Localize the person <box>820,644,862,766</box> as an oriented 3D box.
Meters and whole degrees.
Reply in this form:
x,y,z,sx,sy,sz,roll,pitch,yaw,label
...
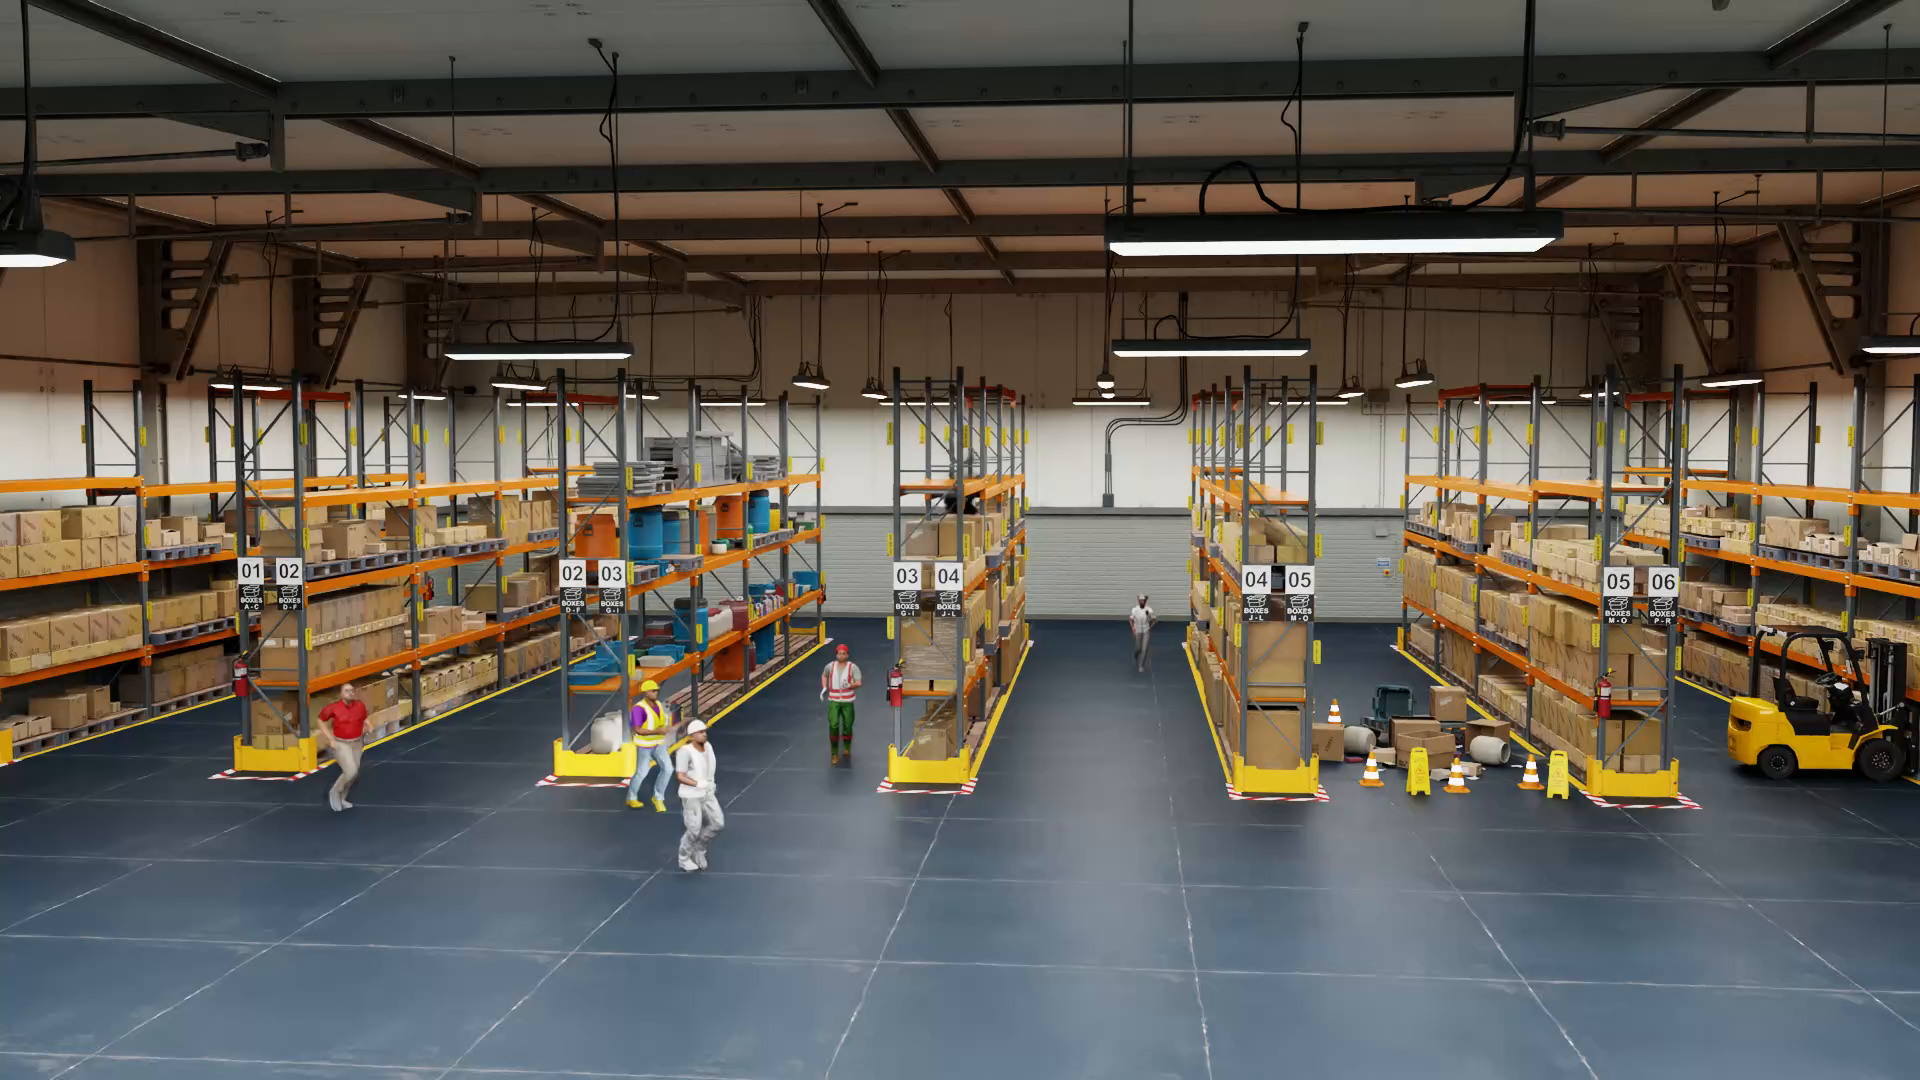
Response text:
x,y,z,sx,sy,sz,roll,pitch,yaw,label
-1.827,2.519,25.564,0.643,1.846,0.774,0,4,-2,person

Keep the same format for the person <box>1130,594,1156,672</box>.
x,y,z,sx,sy,sz,roll,pitch,yaw,label
3.905,1.977,35.484,0.572,1.674,0.597,0,4,7,person

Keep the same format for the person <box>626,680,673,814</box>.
x,y,z,sx,sy,sz,roll,pitch,yaw,label
-4.106,2.753,22.078,0.823,1.803,0.668,3,4,36,person

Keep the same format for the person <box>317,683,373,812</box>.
x,y,z,sx,sy,sz,roll,pitch,yaw,label
-8.150,2.775,22.237,0.655,1.719,0.636,2,4,35,person

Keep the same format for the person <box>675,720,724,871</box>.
x,y,z,sx,sy,sz,roll,pitch,yaw,label
-2.952,2.934,19.061,0.644,1.755,0.706,3,4,35,person
